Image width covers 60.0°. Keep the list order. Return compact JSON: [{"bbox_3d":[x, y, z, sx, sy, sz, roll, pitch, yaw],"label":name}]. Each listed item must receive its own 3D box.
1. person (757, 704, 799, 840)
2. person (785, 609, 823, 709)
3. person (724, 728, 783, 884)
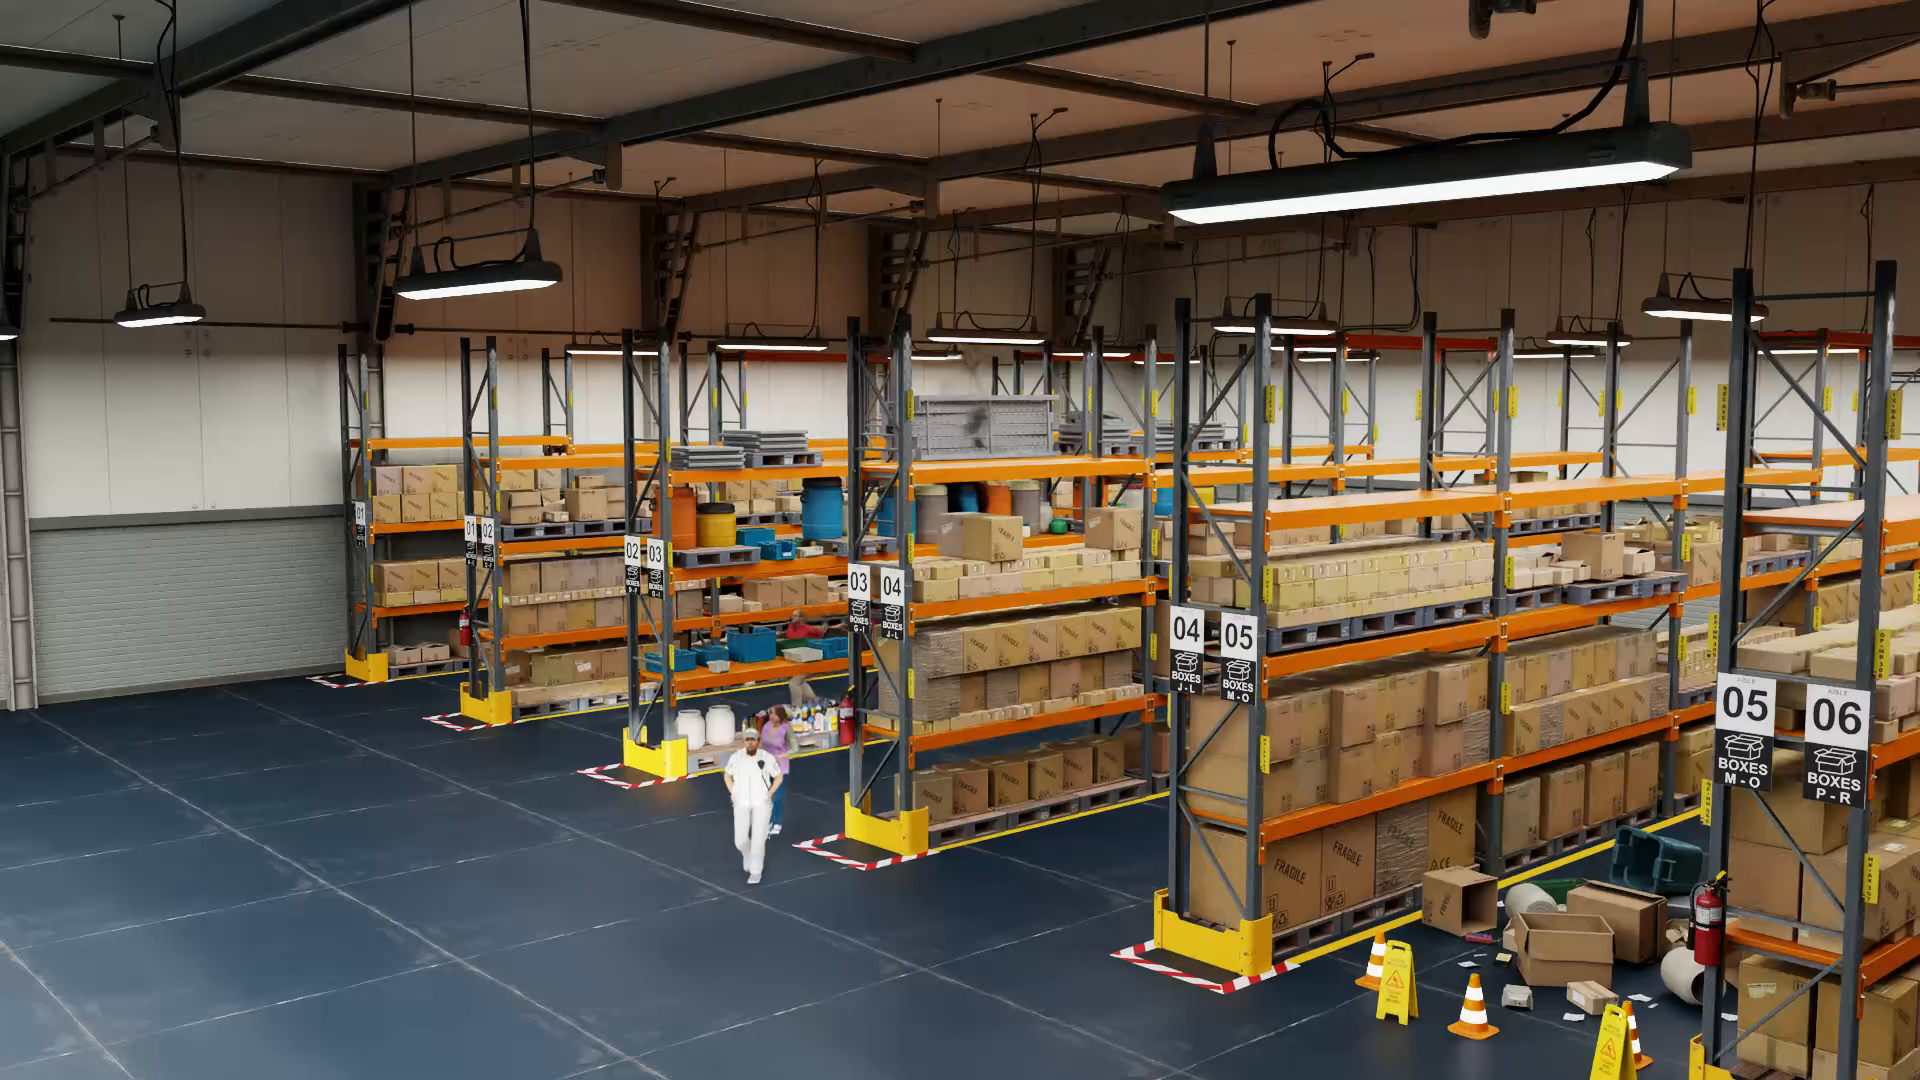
[{"bbox_3d":[-2.110,2.672,19.114,0.565,1.601,0.574,2,5,18],"label":"person"},{"bbox_3d":[-2.521,1.980,26.193,0.801,1.799,0.640,-4,7,-41],"label":"person"},{"bbox_3d":[-2.189,2.784,17.578,0.632,1.624,0.560,0,5,1],"label":"person"}]
